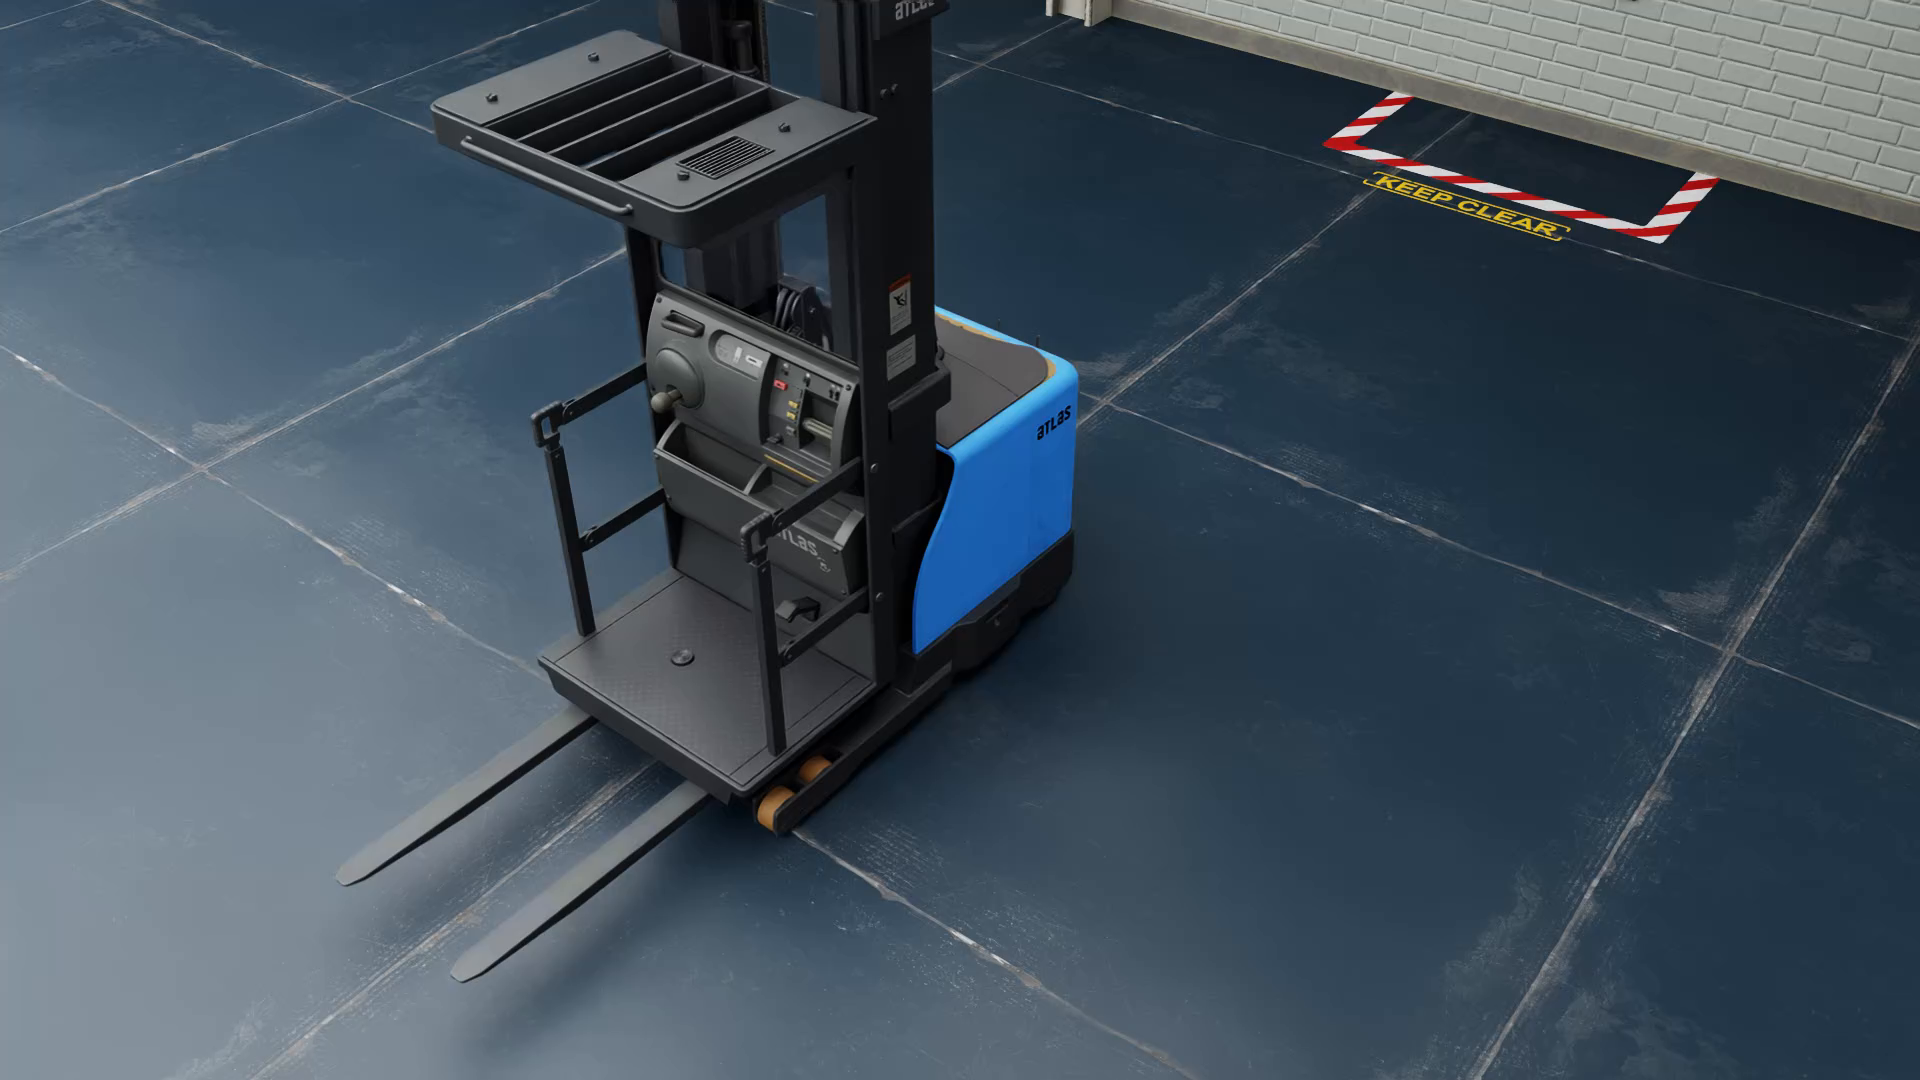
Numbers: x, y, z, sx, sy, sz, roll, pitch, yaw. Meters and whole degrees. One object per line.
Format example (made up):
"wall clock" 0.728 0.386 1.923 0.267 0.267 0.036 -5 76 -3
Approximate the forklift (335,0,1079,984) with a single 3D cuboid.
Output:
"forklift" -0.847 -0.462 5.463 1.130 2.935 3.031 27 45 30

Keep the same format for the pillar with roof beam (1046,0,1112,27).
"pillar with roof beam" -1.742 -5.278 6.691 0.400 9.000 9.100 25 45 29

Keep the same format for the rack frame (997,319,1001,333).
"rack frame" 0.093 -0.513 7.175 0.006 0.900 0.240 27 45 30

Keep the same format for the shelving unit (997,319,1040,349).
"shelving unit" 0.172 -0.473 7.124 0.210 0.900 0.258 27 45 30

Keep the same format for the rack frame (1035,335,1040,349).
"rack frame" 0.251 -0.434 7.074 0.006 0.900 0.240 27 45 30
